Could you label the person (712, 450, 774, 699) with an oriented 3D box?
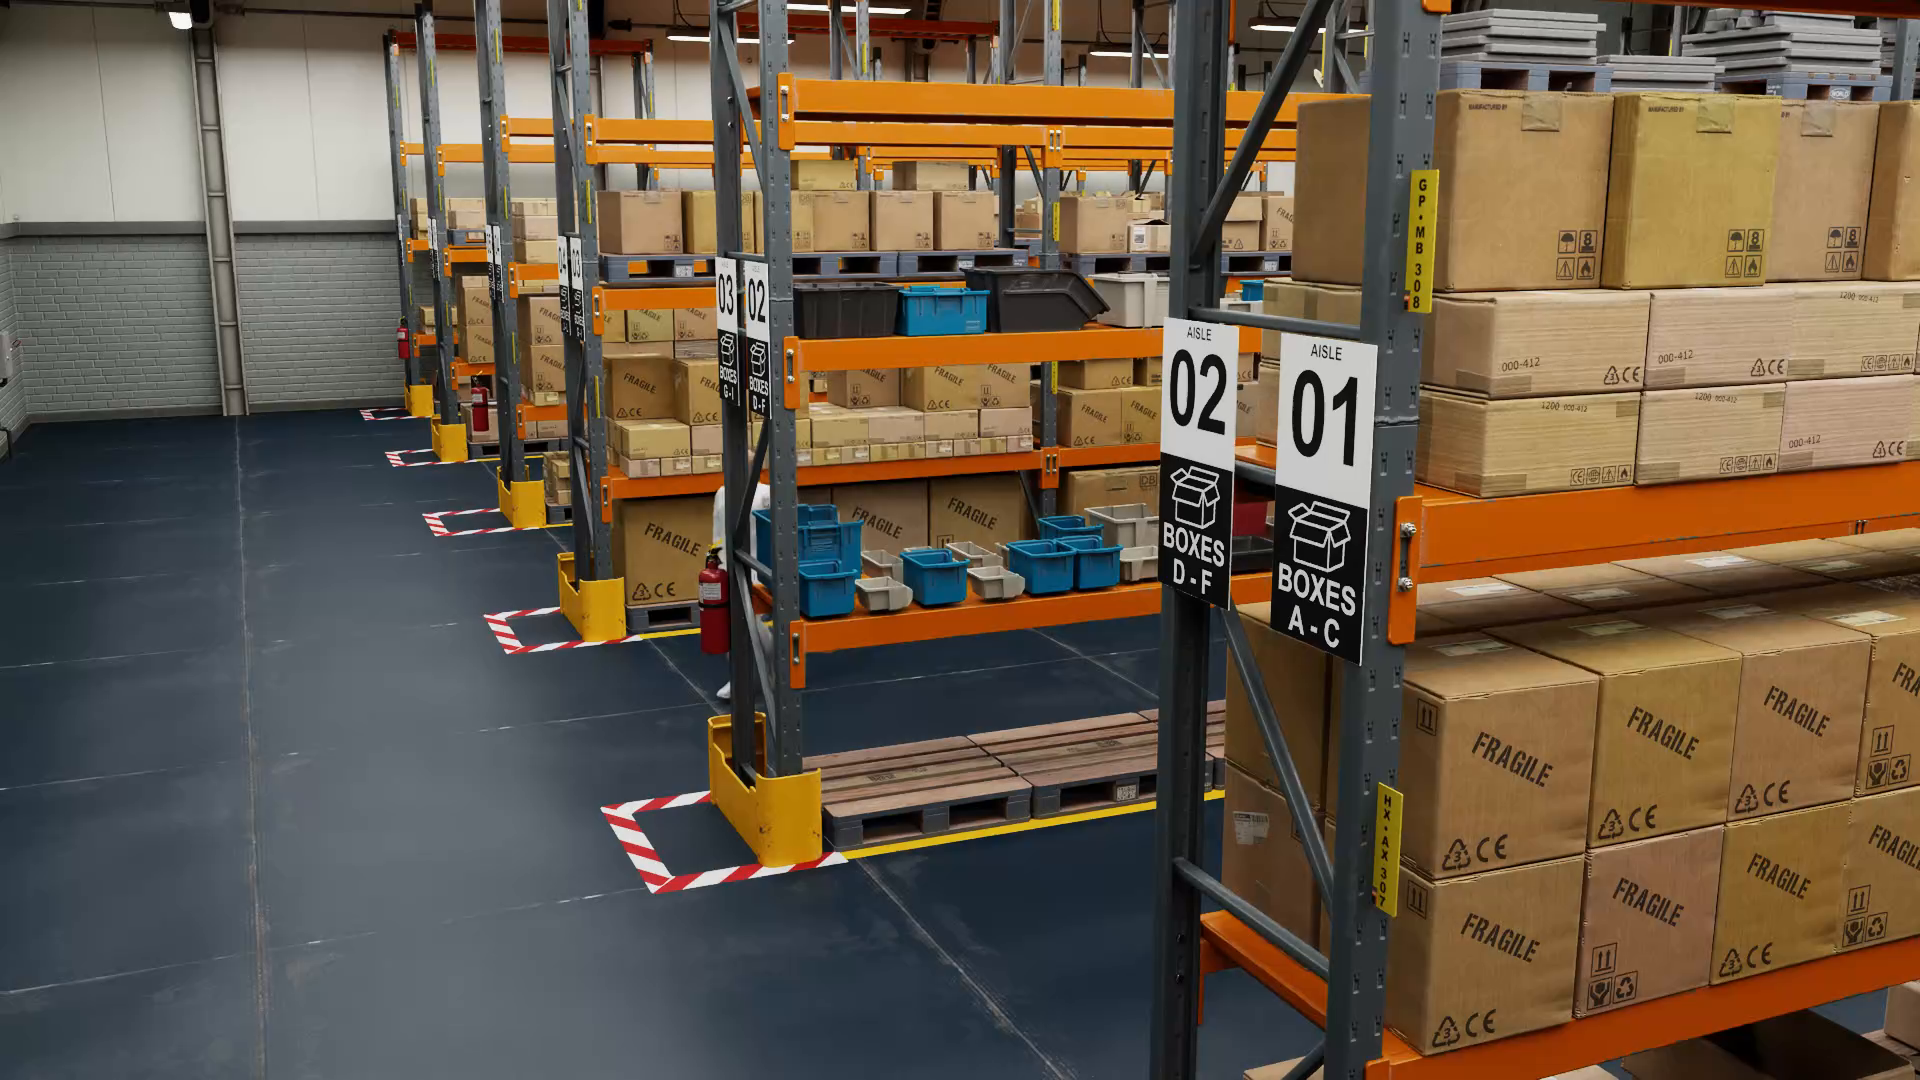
[{"bbox_3d":[-1.501,0.229,11.761,0.604,1.770,0.560,6,13,27],"label":"person"}]
